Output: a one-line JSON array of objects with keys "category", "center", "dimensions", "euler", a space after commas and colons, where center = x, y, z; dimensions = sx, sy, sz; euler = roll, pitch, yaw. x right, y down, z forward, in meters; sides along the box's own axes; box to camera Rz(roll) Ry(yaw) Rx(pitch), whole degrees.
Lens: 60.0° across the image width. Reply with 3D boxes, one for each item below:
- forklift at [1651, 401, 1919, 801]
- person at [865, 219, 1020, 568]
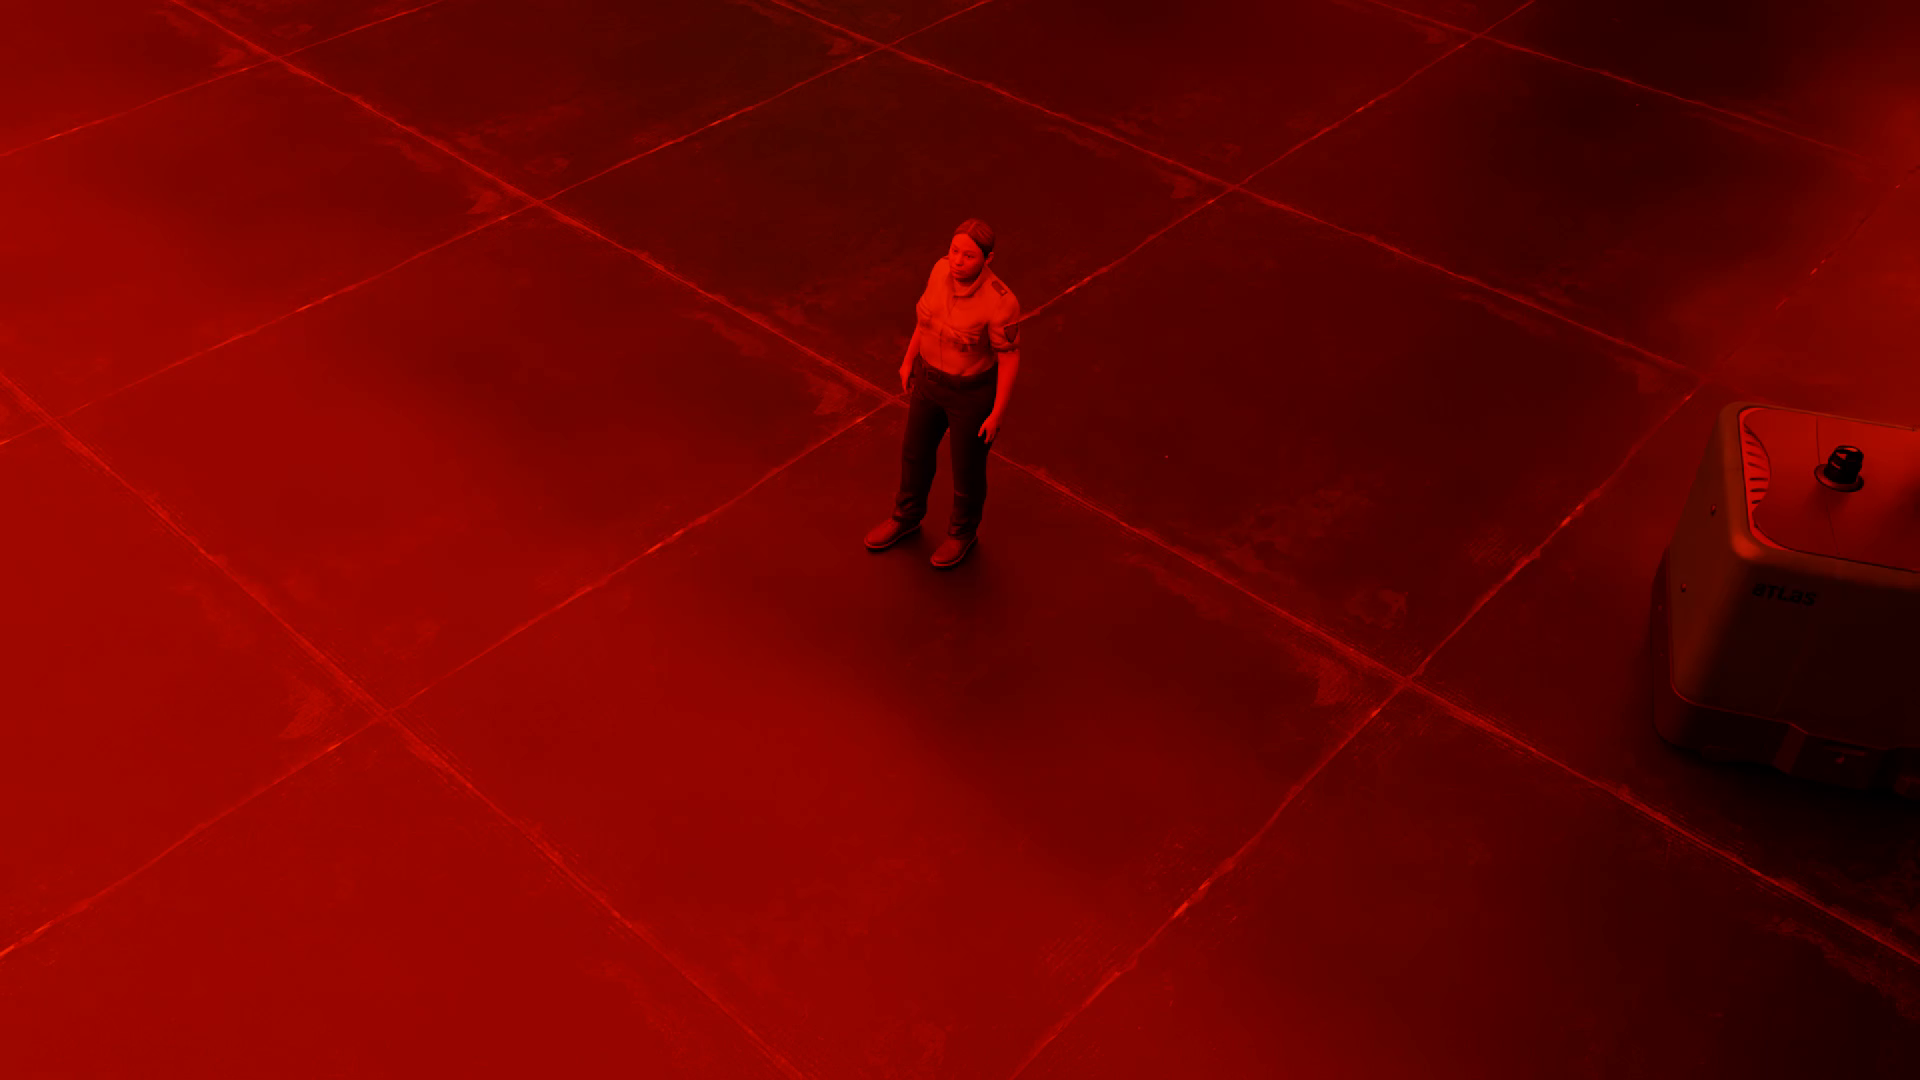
[{"category": "forklift", "center": [4.372, -0.298, 5.775], "dimensions": [3.031, 2.935, 1.130], "euler": [11, 42, 13]}, {"category": "person", "center": [-0.077, -0.599, 7.099], "dimensions": [0.598, 1.651, 0.503], "euler": [31, 49, 31]}]
